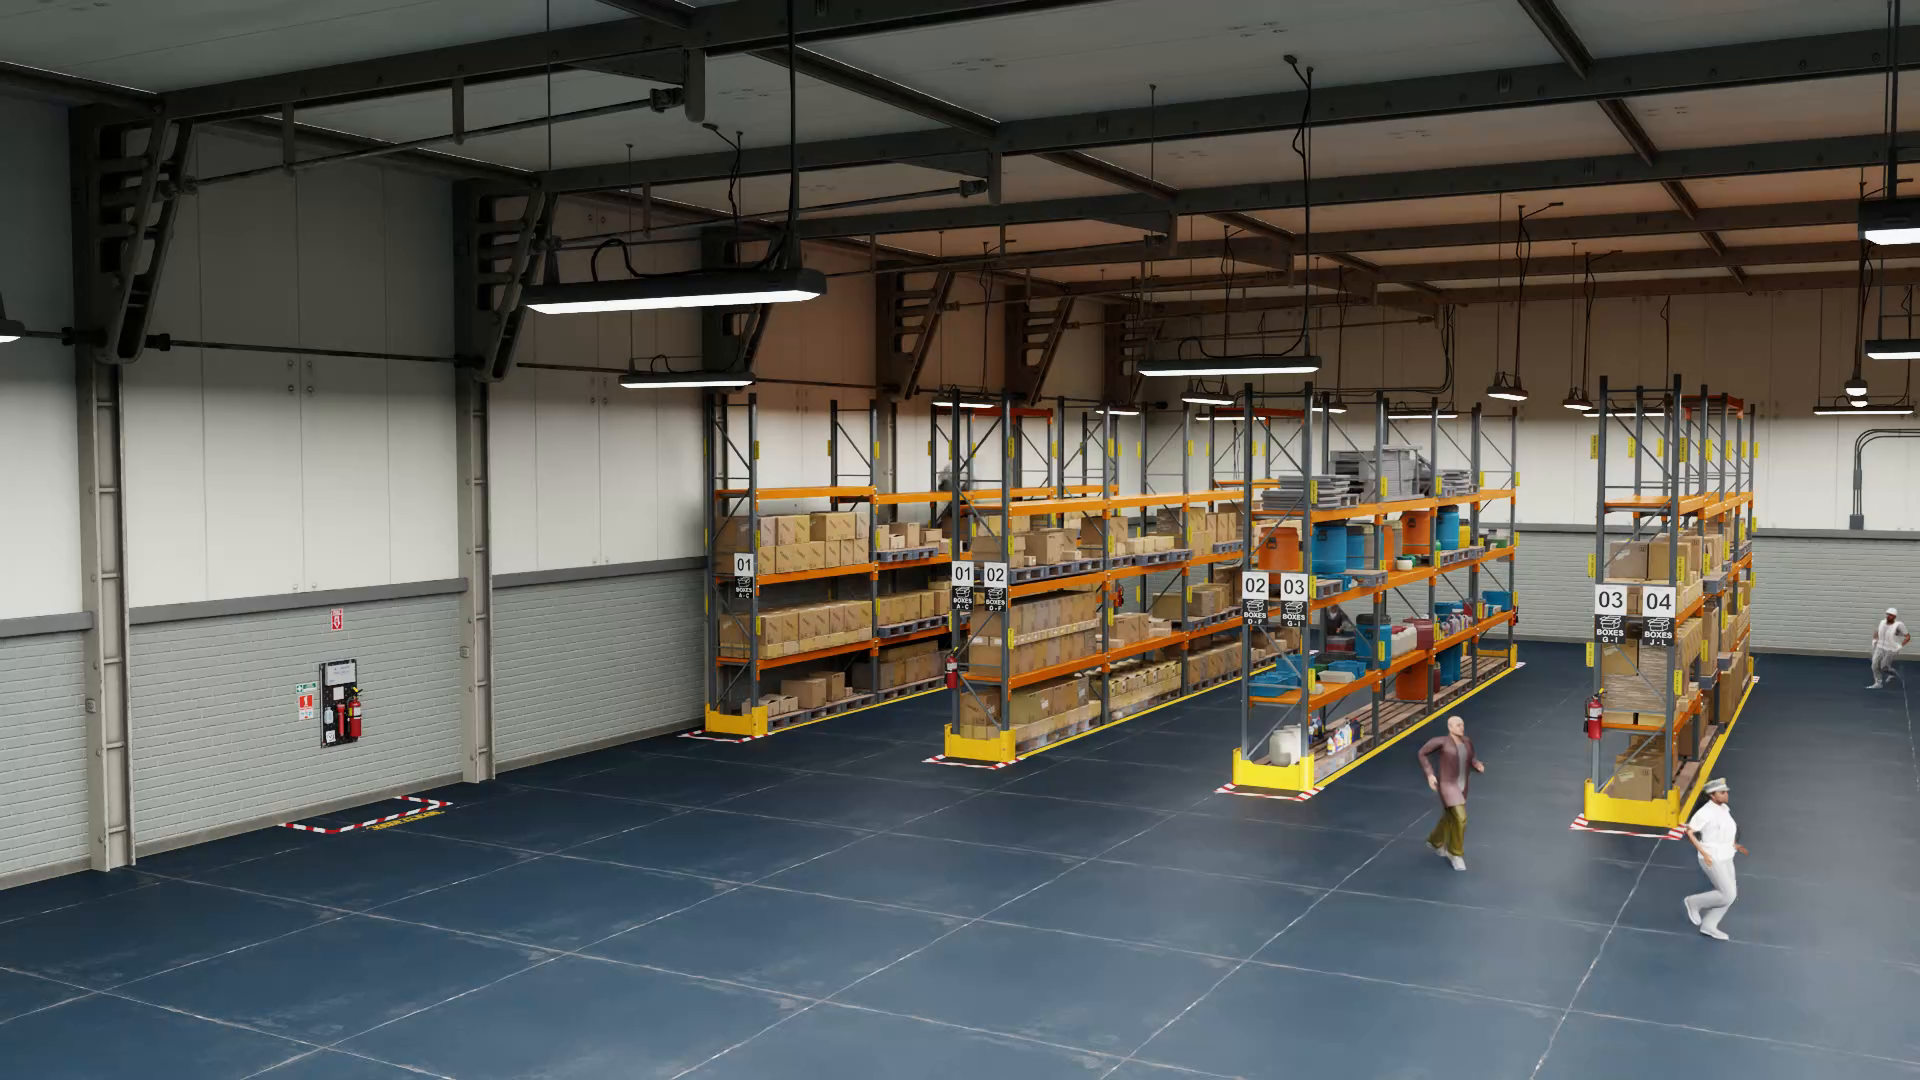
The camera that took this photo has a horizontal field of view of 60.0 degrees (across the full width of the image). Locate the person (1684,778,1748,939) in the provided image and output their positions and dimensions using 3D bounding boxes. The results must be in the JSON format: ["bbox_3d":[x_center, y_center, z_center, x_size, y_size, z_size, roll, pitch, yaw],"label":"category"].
[{"bbox_3d":[7.770,3.257,17.053,0.574,1.658,0.558,-2,4,-36],"label":"person"}]

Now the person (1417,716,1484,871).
[{"bbox_3d":[5.958,3.039,20.111,0.689,1.846,0.848,-2,4,-31],"label":"person"}]

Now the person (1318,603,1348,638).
[{"bbox_3d":[8.362,2.154,37.304,0.658,1.677,0.578,1,3,13],"label":"person"}]

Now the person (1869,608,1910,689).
[{"bbox_3d":[19.426,2.271,34.724,0.617,1.720,0.766,-1,3,-26],"label":"person"}]
